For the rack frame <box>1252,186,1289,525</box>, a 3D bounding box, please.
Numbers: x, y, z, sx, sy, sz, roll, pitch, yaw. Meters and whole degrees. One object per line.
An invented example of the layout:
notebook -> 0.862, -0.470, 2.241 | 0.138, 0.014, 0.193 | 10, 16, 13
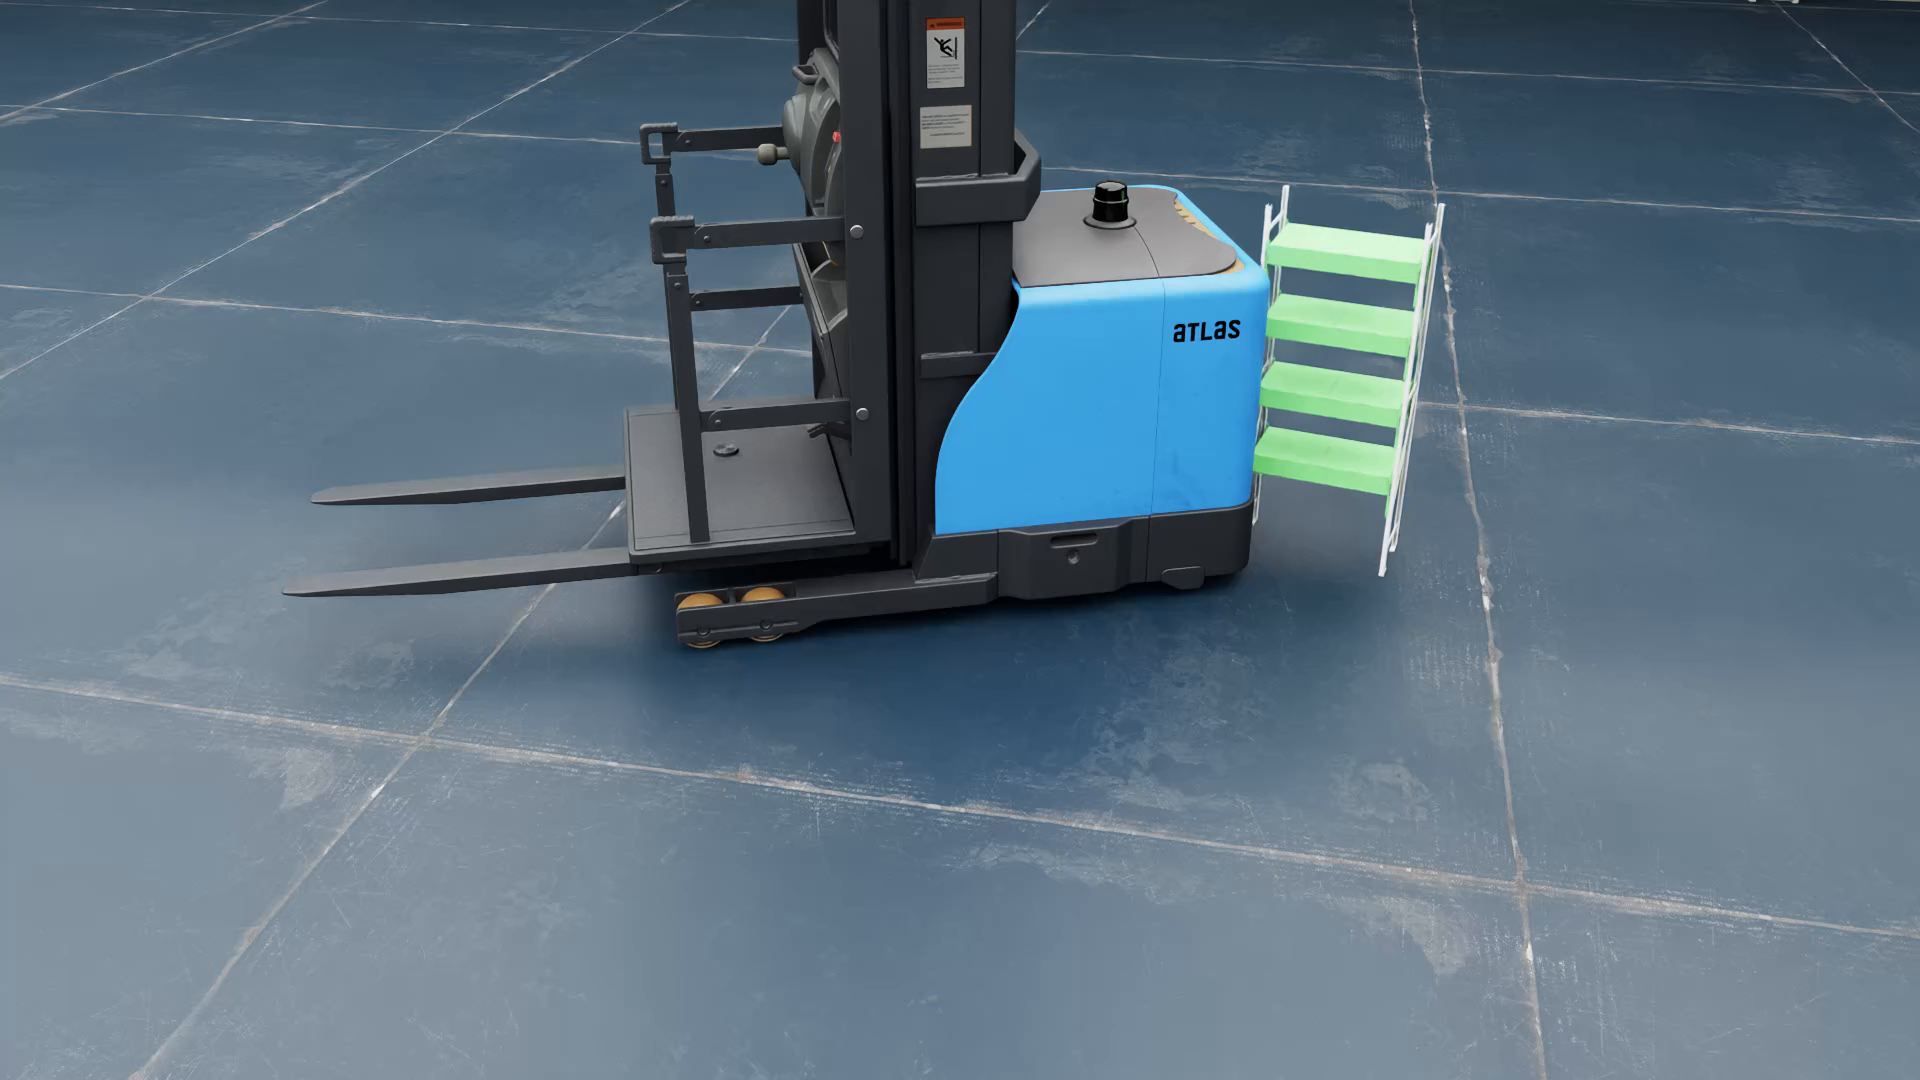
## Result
rack frame -> 0.998, -0.553, 5.508 | 0.015, 1.200, 0.240 | 12, 30, 21

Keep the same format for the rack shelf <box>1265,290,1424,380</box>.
rack shelf -> 1.222, -0.662, 5.339 | 0.480, 0.148, 0.258 | 12, 30, 21

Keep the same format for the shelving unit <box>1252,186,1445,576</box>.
shelving unit -> 1.222, -0.507, 5.422 | 0.503, 1.200, 0.258 | 12, 30, 21

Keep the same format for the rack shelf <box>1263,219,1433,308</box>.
rack shelf -> 1.222, -0.873, 5.225 | 0.480, 0.148, 0.258 | 12, 30, 21

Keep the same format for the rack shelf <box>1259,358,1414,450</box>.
rack shelf -> 1.222, -0.450, 5.452 | 0.480, 0.148, 0.258 | 12, 30, 21

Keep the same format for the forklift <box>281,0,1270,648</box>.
forklift -> -0.618, -1.227, 4.940 | 3.031, 2.935, 1.130 | -5, 29, -10

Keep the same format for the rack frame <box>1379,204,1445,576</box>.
rack frame -> 1.445, -0.460, 5.336 | 0.015, 1.200, 0.240 | 12, 30, 21

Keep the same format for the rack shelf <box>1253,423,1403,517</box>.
rack shelf -> 1.222, -0.239, 5.566 | 0.480, 0.148, 0.258 | 12, 30, 21
